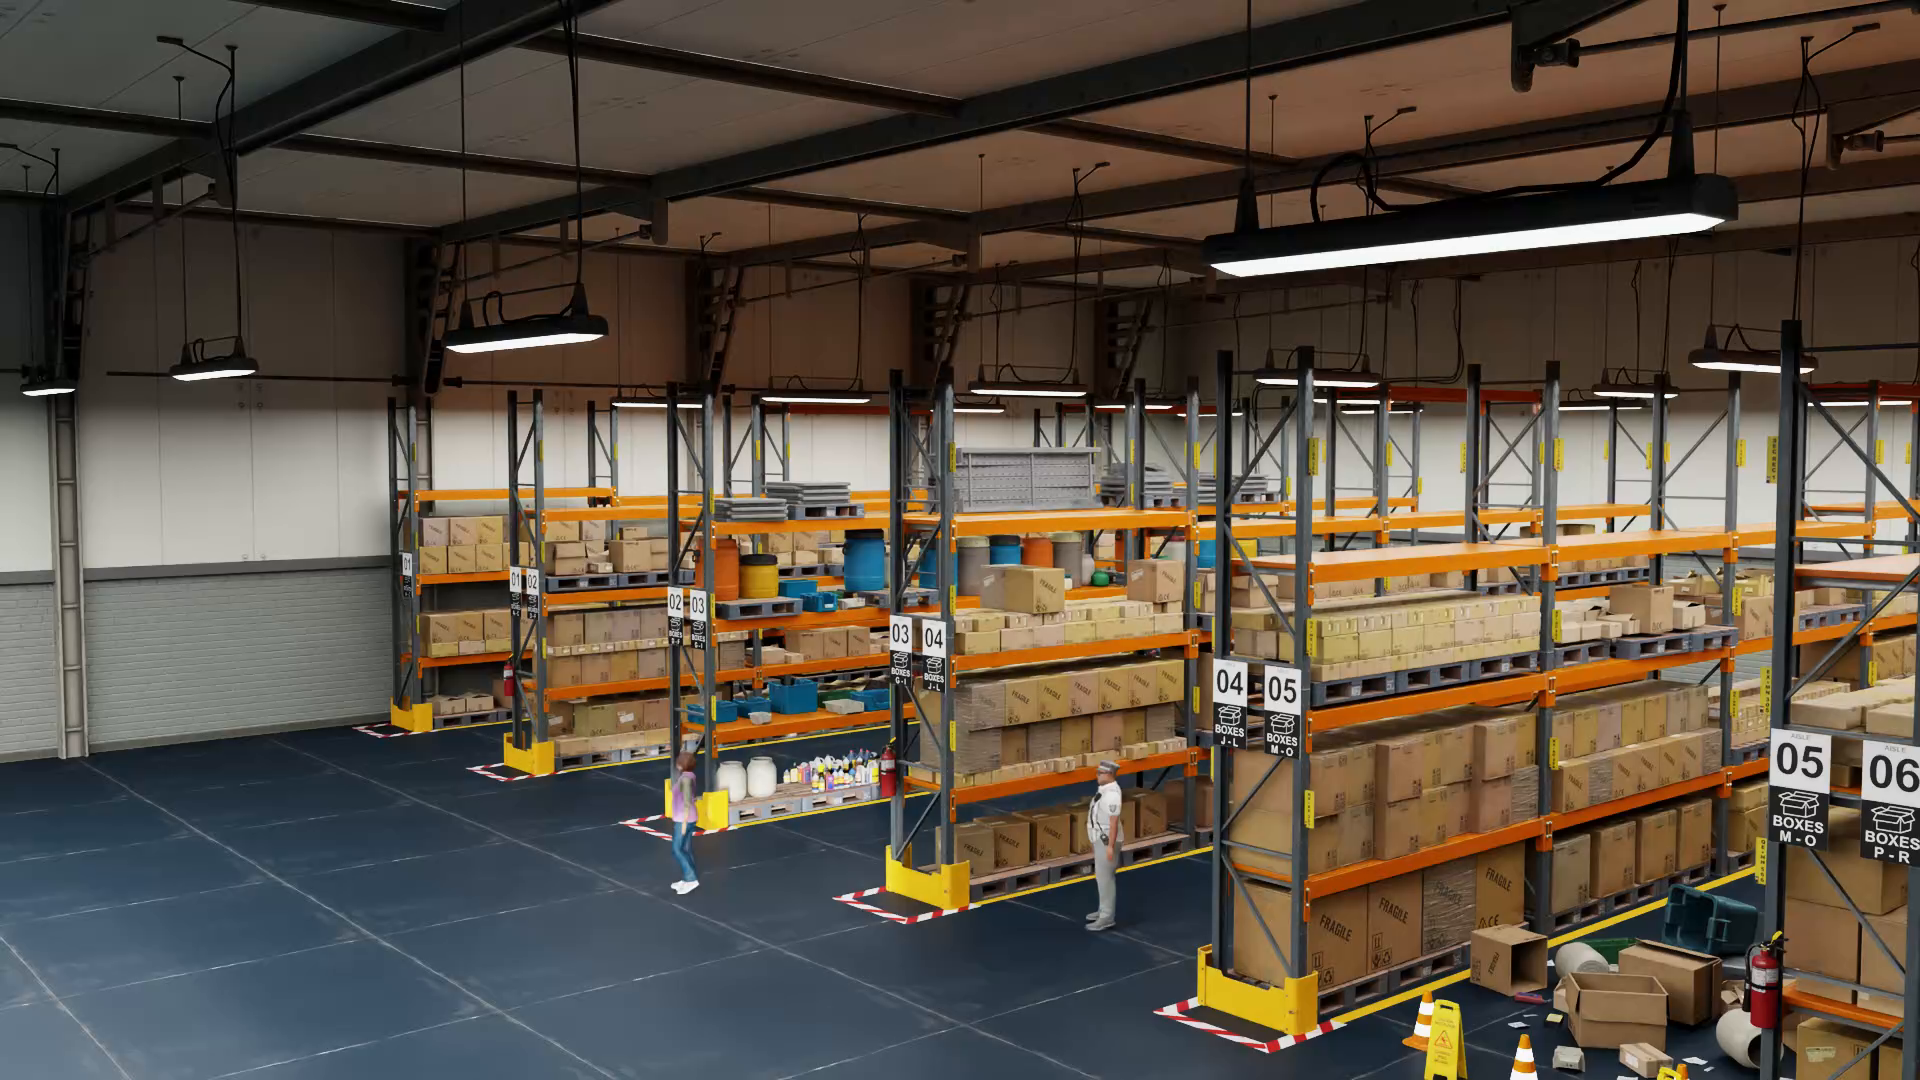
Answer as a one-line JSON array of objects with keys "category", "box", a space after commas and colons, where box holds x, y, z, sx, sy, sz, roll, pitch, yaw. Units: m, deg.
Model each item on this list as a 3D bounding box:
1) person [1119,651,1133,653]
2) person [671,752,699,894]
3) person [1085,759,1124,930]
[{"category": "person", "box": [3.109, 2.540, 30.889, 0.554, 1.666, 0.434, -2, 4, -33]}, {"category": "person", "box": [-3.172, 3.243, 19.142, 0.338, 1.597, 0.451, 0, 3, -4]}, {"category": "person", "box": [1.548, 3.238, 17.870, 0.422, 1.786, 0.570, 0, 3, 1]}]
